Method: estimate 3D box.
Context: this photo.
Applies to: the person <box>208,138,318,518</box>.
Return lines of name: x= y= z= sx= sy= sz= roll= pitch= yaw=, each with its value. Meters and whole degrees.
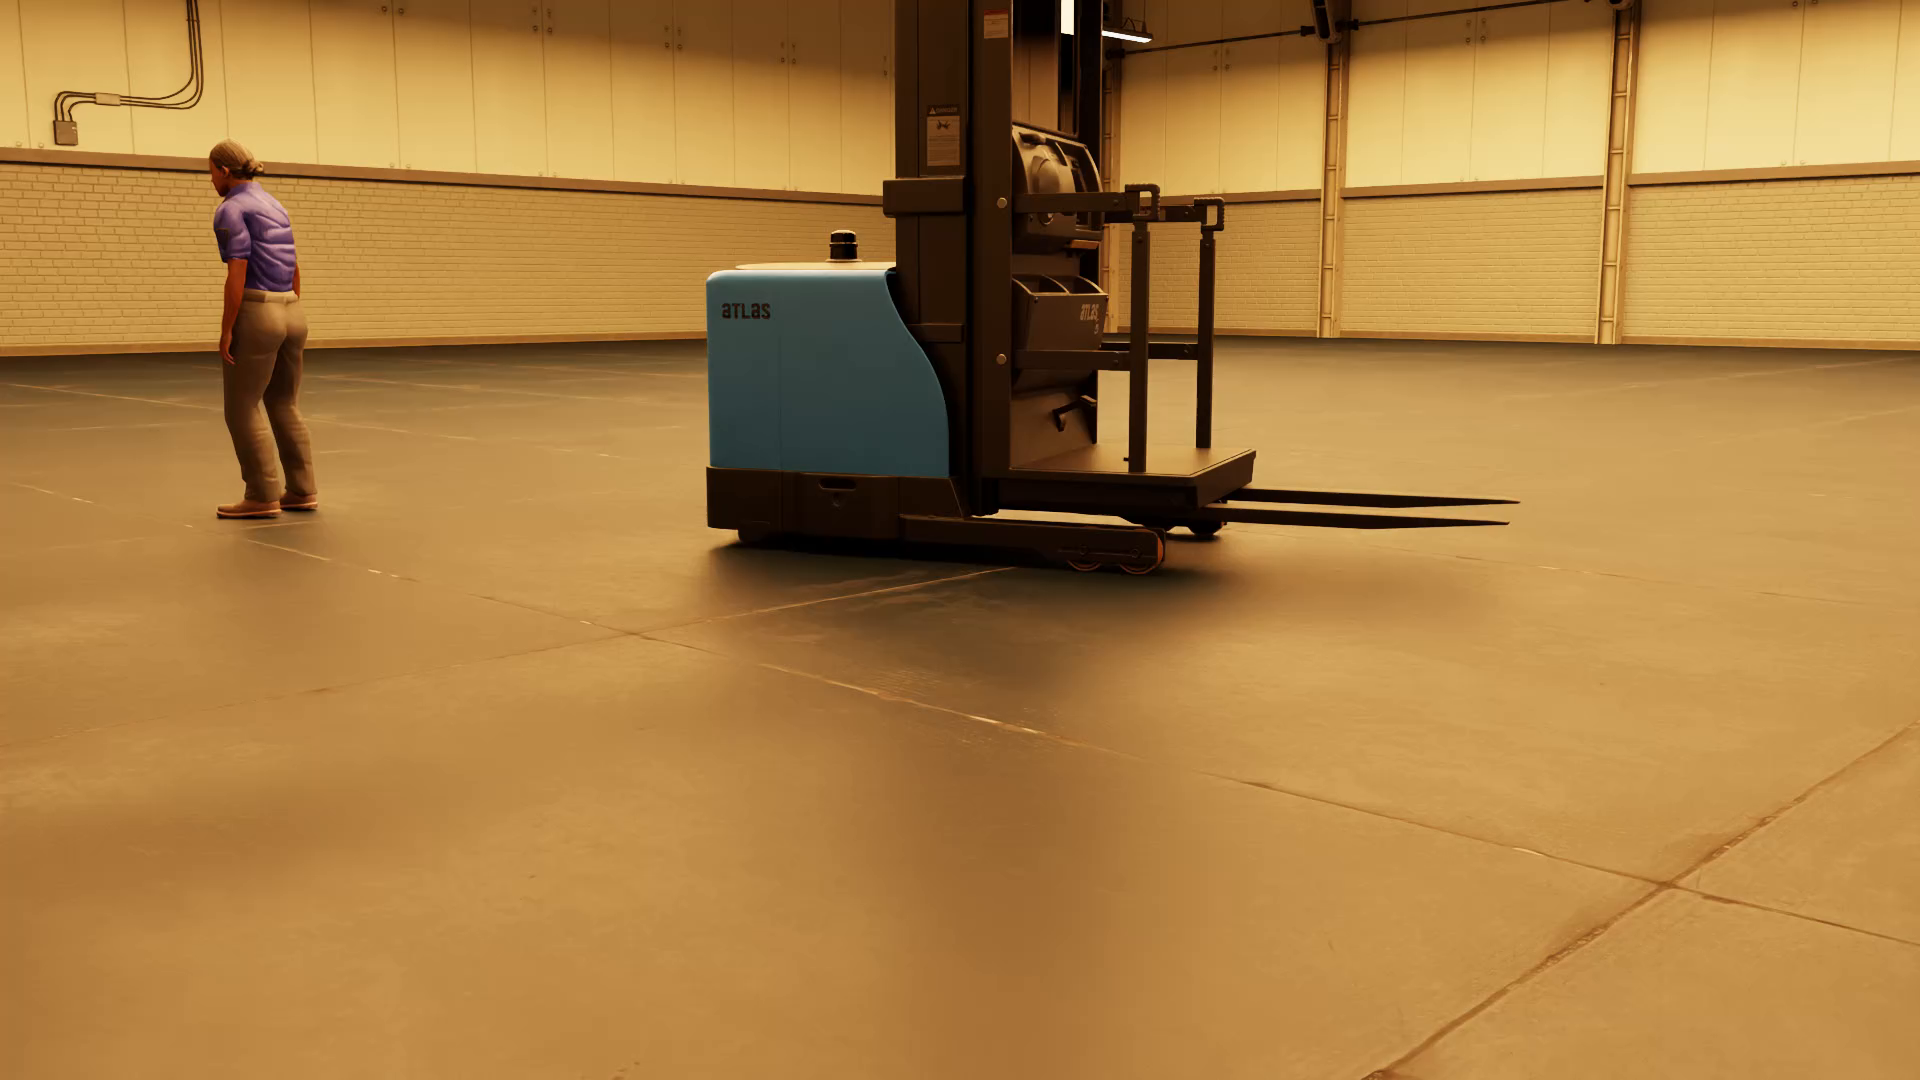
person: x=-3.115 y=-0.936 z=7.385 sx=0.352 sy=1.654 sz=0.520 roll=2 pitch=9 yaw=15

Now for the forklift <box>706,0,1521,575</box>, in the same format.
forklift: x=0.565 y=-1.416 z=6.275 sx=3.031 sy=2.935 sz=1.130 roll=3 pitch=9 yaw=22
